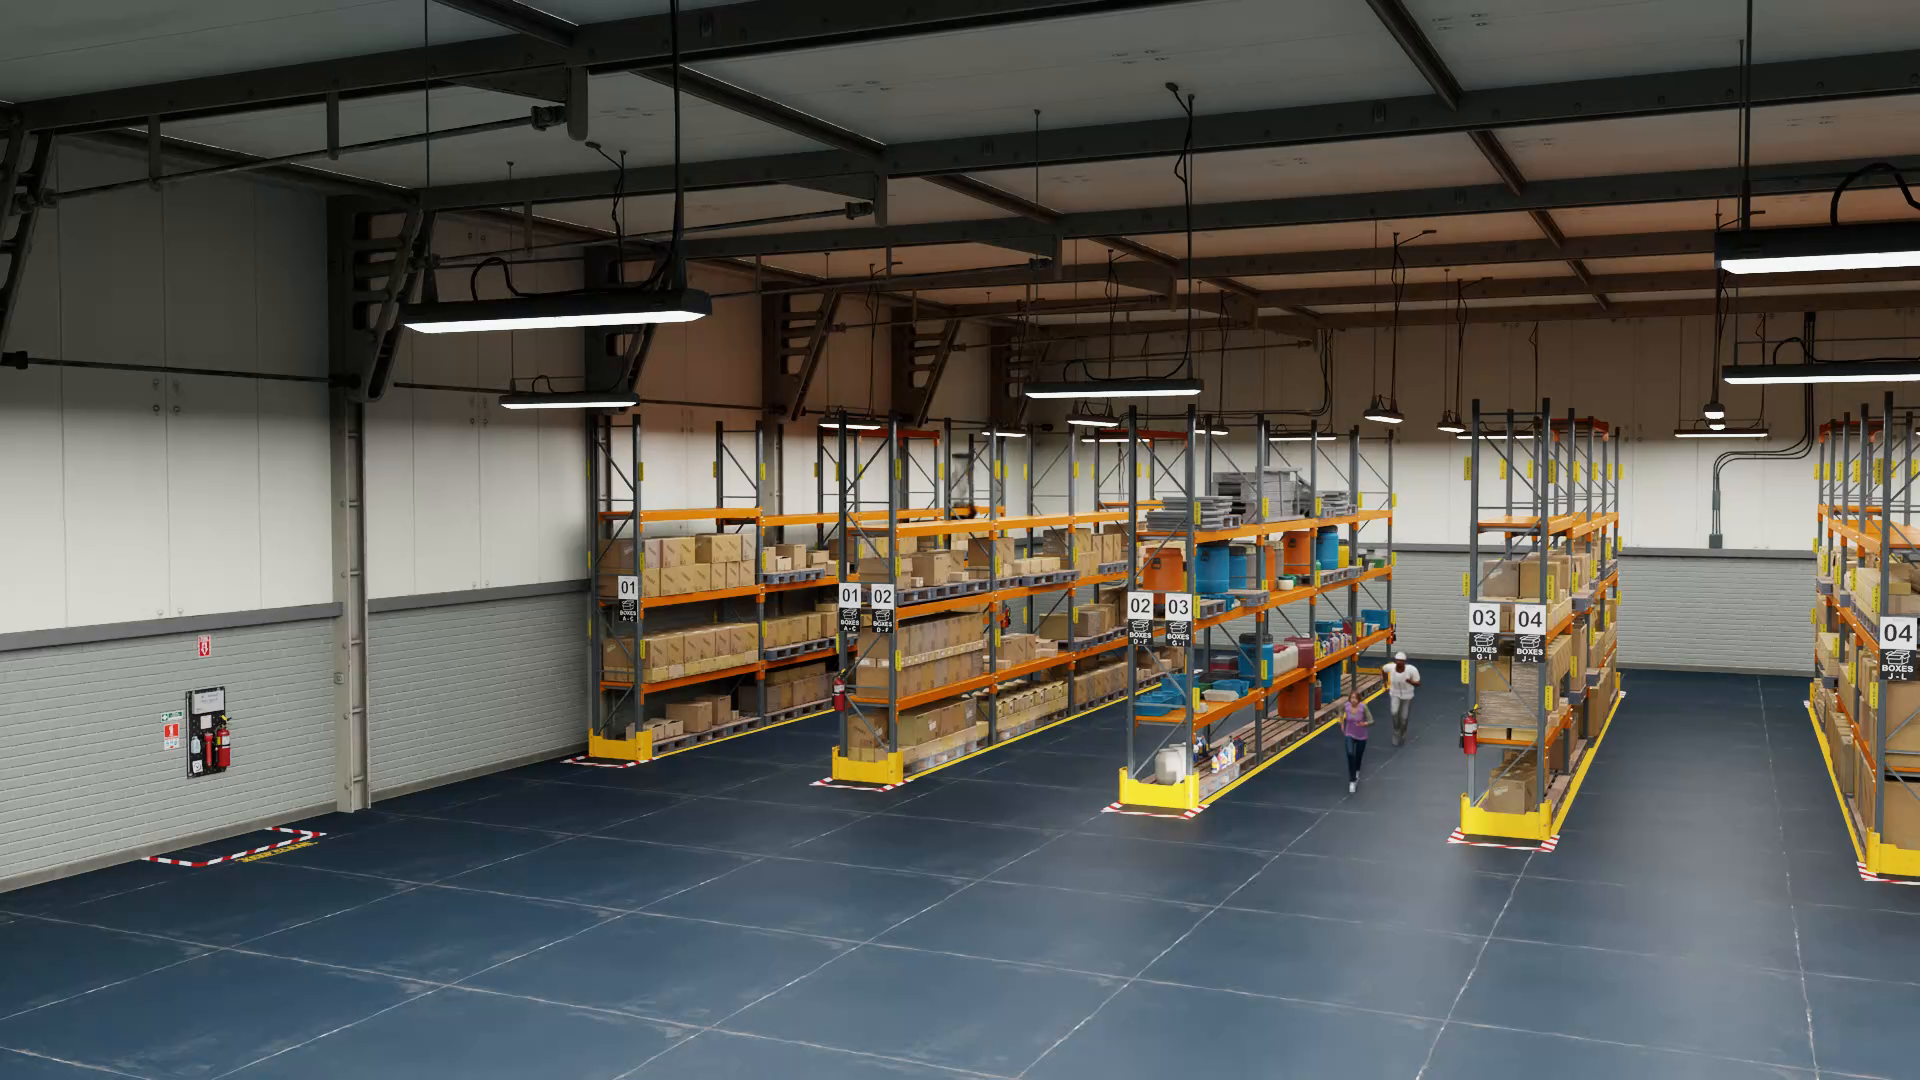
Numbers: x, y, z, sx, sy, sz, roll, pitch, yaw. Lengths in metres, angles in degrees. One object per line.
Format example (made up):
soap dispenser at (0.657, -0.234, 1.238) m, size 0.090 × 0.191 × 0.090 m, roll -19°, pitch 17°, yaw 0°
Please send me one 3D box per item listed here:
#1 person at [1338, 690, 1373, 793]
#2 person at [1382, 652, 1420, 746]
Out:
person at (6.250, 3.140, 26.270) m, size 0.537 × 1.596 × 0.901 m, roll 1°, pitch 2°, yaw 13°
person at (8.061, 2.887, 30.404) m, size 0.683 × 1.720 × 0.919 m, roll 1°, pitch 2°, yaw 15°
